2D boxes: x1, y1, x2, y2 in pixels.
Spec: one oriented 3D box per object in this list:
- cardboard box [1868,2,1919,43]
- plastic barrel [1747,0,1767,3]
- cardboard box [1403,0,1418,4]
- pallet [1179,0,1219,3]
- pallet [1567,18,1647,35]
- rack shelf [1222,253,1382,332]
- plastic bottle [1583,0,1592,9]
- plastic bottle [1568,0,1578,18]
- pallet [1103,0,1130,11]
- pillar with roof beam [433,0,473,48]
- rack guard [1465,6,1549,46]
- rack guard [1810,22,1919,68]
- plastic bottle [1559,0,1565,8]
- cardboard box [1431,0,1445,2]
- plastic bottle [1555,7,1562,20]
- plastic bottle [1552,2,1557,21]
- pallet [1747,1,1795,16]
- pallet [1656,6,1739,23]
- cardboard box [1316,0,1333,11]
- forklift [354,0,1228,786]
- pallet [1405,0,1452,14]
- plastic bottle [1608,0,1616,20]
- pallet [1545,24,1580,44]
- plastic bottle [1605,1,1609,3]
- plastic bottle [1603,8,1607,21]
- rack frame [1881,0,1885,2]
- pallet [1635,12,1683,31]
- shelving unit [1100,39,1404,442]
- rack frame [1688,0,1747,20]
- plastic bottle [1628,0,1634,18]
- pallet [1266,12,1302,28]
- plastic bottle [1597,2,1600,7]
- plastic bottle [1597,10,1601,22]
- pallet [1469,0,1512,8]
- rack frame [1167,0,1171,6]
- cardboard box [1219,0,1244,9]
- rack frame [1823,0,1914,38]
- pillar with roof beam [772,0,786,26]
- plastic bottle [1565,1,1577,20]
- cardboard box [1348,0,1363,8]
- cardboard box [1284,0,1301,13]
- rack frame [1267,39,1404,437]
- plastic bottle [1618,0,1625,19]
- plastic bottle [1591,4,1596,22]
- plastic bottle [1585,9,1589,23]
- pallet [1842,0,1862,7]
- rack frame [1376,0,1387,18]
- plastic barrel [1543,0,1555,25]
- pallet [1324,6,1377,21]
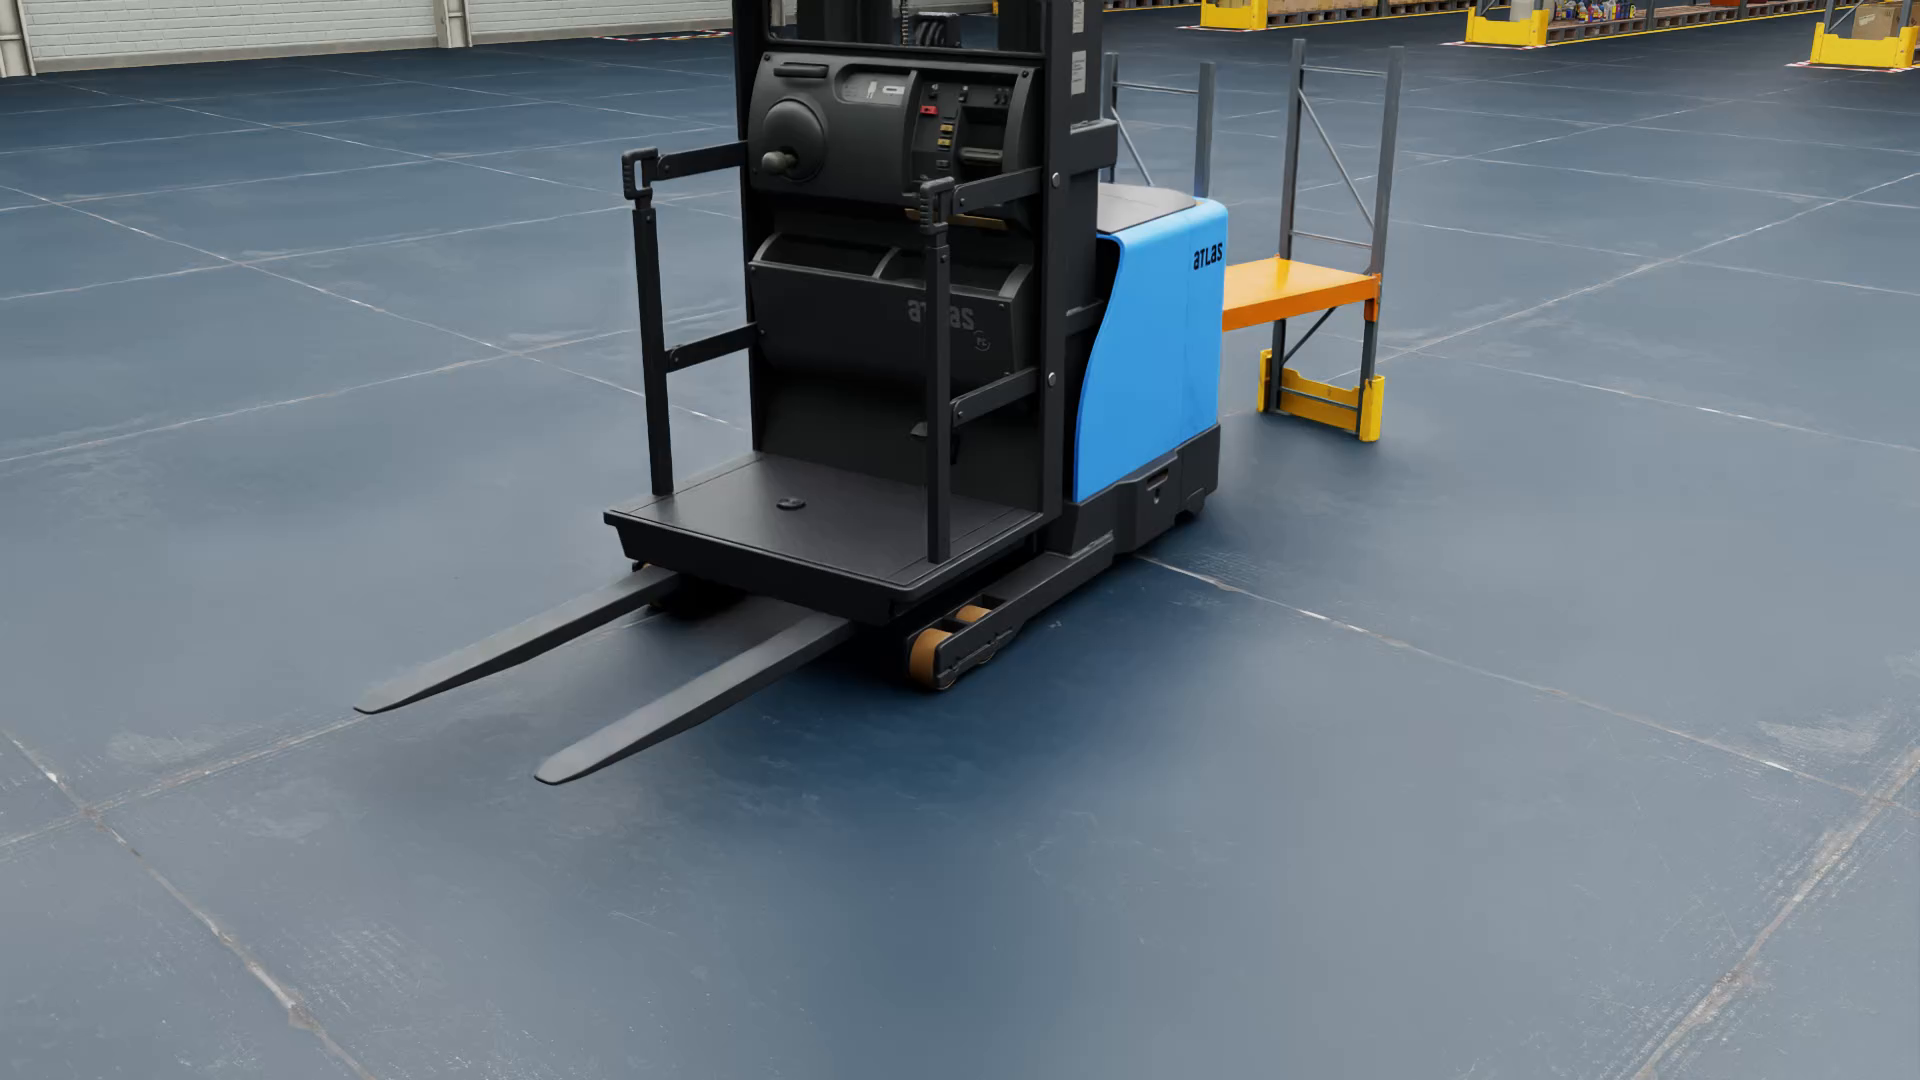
[{"bbox_3d":[12.576,-6.961,22.403,0.500,0.500,0.500,-12,24,-28],"label":"cardboard box"},{"bbox_3d":[14.885,-10.400,31.228,0.600,0.588,0.708,19,28,41],"label":"plastic barrel"},{"bbox_3d":[8.247,-10.207,31.197,0.500,0.250,0.500,-19,28,-41],"label":"cardboard box"},{"bbox_3d":[5.272,-11.575,35.395,1.003,0.211,1.213,19,28,41],"label":"pallet"},{"bbox_3d":[10.479,-8.417,27.180,1.003,0.211,1.213,19,28,41],"label":"pallet"},{"bbox_3d":[1.070,-0.895,6.313,1.000,0.185,0.538,-16,26,-36],"label":"rack shelf"},{"bbox_3d":[10.220,-8.710,27.135,0.144,0.351,0.185,19,28,41],"label":"plastic bottle"},{"bbox_3d":[9.985,-8.698,27.102,0.144,0.351,0.185,18,27,38],"label":"plastic bottle"},{"bbox_3d":[2.585,-10.563,32.761,1.003,0.211,1.213,19,28,41],"label":"pallet"},{"bbox_3d":[-4.330,-10.367,20.004,9.100,9.000,0.400,19,28,41],"label":"pillar with roof beam"},{"bbox_3d":[8.206,-7.718,24.957,1.175,0.500,0.348,19,28,41],"label":"rack guard"},{"bbox_3d":[11.789,-6.466,21.701,1.175,0.500,0.348,19,28,41],"label":"rack guard"},{"bbox_3d":[9.689,-8.589,26.818,0.144,0.351,0.185,19,28,40],"label":"plastic bottle"},{"bbox_3d":[8.962,-10.472,31.885,0.500,0.250,0.500,-20,28,-41],"label":"cardboard box"},{"bbox_3d":[9.549,-8.401,26.538,0.097,0.201,0.097,0,21,0],"label":"plastic bottle"},{"bbox_3d":[9.426,-8.404,26.431,0.061,0.283,0.133,19,28,41],"label":"plastic bottle"},{"bbox_3d":[15.139,-10.133,31.644,1.003,0.211,1.213,19,28,41],"label":"pallet"},{"bbox_3d":[13.199,-9.418,29.784,1.003,0.211,1.213,19,28,41],"label":"pallet"},{"bbox_3d":[6.222,-9.474,29.288,0.500,0.250,0.500,19,28,41],"label":"cardboard box"},{"bbox_3d":[-0.324,-1.153,4.490,1.130,2.935,3.031,13,25,31],"label":"forklift"},{"bbox_3d":[8.768,-10.335,32.168,1.003,0.211,1.213,19,28,41],"label":"pallet"},{"bbox_3d":[10.375,-8.480,26.535,0.144,0.351,0.185,19,28,40],"label":"plastic bottle"},{"bbox_3d":[8.777,-7.790,25.548,1.003,0.211,1.213,19,28,41],"label":"pallet"},{"bbox_3d":[10.477,-8.559,26.844,0.152,0.276,0.135,19,28,41],"label":"plastic bottle"},{"bbox_3d":[10.196,-8.332,26.359,0.097,0.201,0.097,0,21,0],"label":"plastic bottle"},{"bbox_3d":[19.349,-12.966,35.127,1.000,3.000,0.127,19,28,41],"label":"rack frame"},{"bbox_3d":[11.497,-8.791,28.153,1.003,0.211,1.213,19,28,41],"label":"pallet"},{"bbox_3d":[1.077,-1.065,6.254,1.083,1.500,0.587,-16,26,-36],"label":"shelving unit"},{"bbox_3d":[13.768,-10.909,29.777,1.000,3.000,0.127,19,28,41],"label":"rack frame"},{"bbox_3d":[10.878,-8.612,26.974,0.133,0.283,0.061,-18,28,-39],"label":"plastic bottle"},{"bbox_3d":[5.144,-8.999,28.694,1.003,0.211,1.213,19,28,41],"label":"pallet"},{"bbox_3d":[10.182,-8.434,26.510,0.061,0.283,0.133,19,28,41],"label":"plastic bottle"},{"bbox_3d":[10.053,-8.280,26.222,0.097,0.201,0.097,0,21,0],"label":"plastic bottle"},{"bbox_3d":[10.769,-11.031,33.980,1.003,0.211,1.213,19,28,41],"label":"pallet"},{"bbox_3d":[3.879,-12.361,33.553,1.000,3.000,0.127,19,28,41],"label":"rack frame"},{"bbox_3d":[4.803,-9.218,28.624,0.500,0.250,0.500,19,28,41],"label":"cardboard box"},{"bbox_3d":[11.736,-7.613,21.201,1.000,3.000,0.127,19,28,41],"label":"rack frame"},{"bbox_3d":[-0.144,-11.909,24.017,9.100,9.000,0.400,19,28,41],"label":"pillar with roof beam"},{"bbox_3d":[9.812,-8.523,26.752,0.152,0.276,0.135,19,28,41],"label":"plastic bottle"},{"bbox_3d":[6.908,-9.734,29.967,0.500,0.250,0.500,19,28,41],"label":"cardboard box"},{"bbox_3d":[5.520,-9.218,28.623,0.500,0.250,0.500,19,28,41],"label":"cardboard box"},{"bbox_3d":[1.463,-1.178,6.550,0.032,1.500,0.500,-16,26,-36],"label":"rack frame"},{"bbox_3d":[10.601,-8.563,26.751,0.144,0.351,0.185,18,27,38],"label":"plastic bottle"},{"bbox_3d":[9.914,-8.261,26.076,0.097,0.271,0.097,0,21,0],"label":"plastic bottle"},{"bbox_3d":[9.747,-8.167,25.929,0.097,0.201,0.097,0,21,0],"label":"plastic bottle"},{"bbox_3d":[17.894,-11.150,34.289,1.003,0.211,1.213,19,28,41],"label":"pallet"},{"bbox_3d":[7.431,-11.122,30.330,1.000,3.000,0.127,19,28,41],"label":"rack frame"},{"bbox_3d":[8.941,-8.205,25.623,0.421,0.512,0.421,0,21,0],"label":"plastic barrel"},{"bbox_3d":[6.846,-9.626,30.325,1.003,0.211,1.213,19,28,41],"label":"pallet"}]
